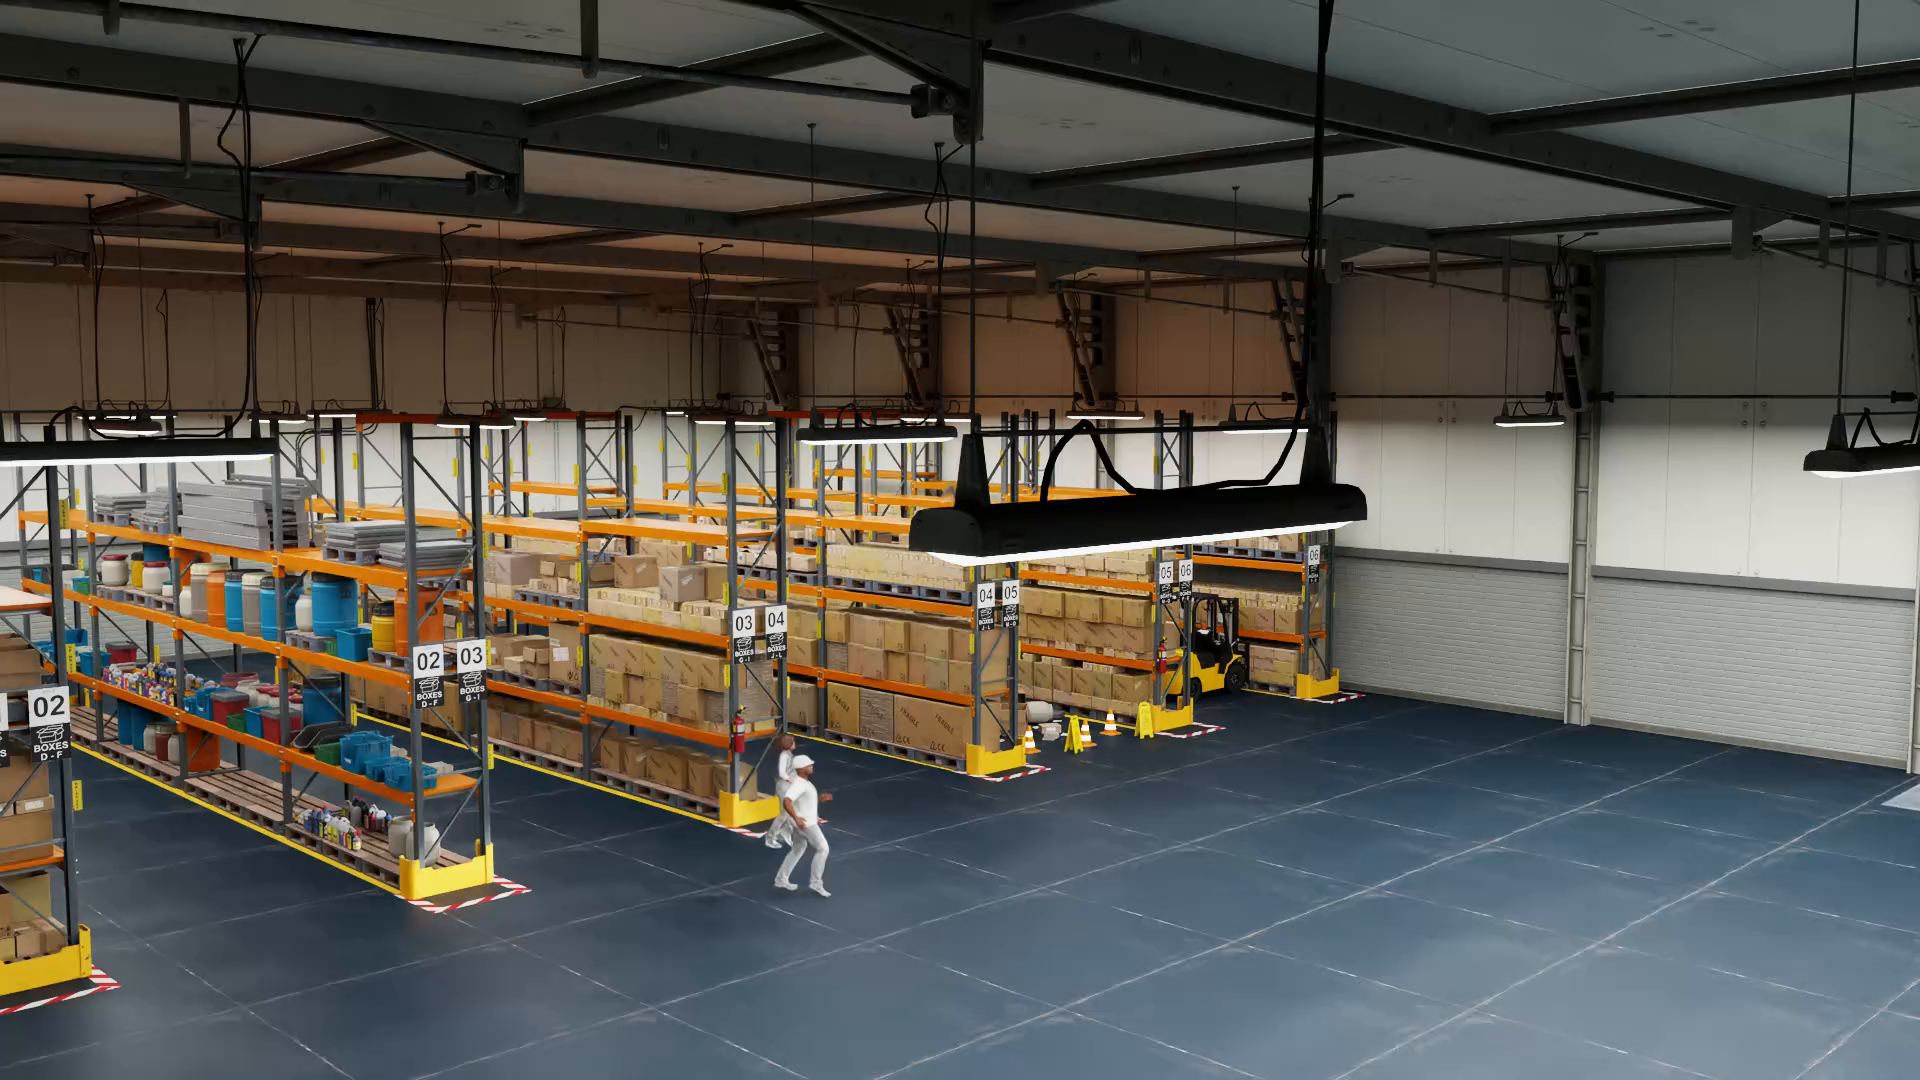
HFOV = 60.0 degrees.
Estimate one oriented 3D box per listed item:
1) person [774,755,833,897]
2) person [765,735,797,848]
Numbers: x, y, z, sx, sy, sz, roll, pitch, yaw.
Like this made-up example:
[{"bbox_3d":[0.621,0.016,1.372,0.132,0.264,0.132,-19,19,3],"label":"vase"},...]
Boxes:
[{"bbox_3d":[-1.969,3.621,21.053,0.765,1.820,0.677,-1,5,-15],"label":"person"},{"bbox_3d":[-2.426,3.520,23.390,0.575,1.555,0.603,1,5,7],"label":"person"}]
